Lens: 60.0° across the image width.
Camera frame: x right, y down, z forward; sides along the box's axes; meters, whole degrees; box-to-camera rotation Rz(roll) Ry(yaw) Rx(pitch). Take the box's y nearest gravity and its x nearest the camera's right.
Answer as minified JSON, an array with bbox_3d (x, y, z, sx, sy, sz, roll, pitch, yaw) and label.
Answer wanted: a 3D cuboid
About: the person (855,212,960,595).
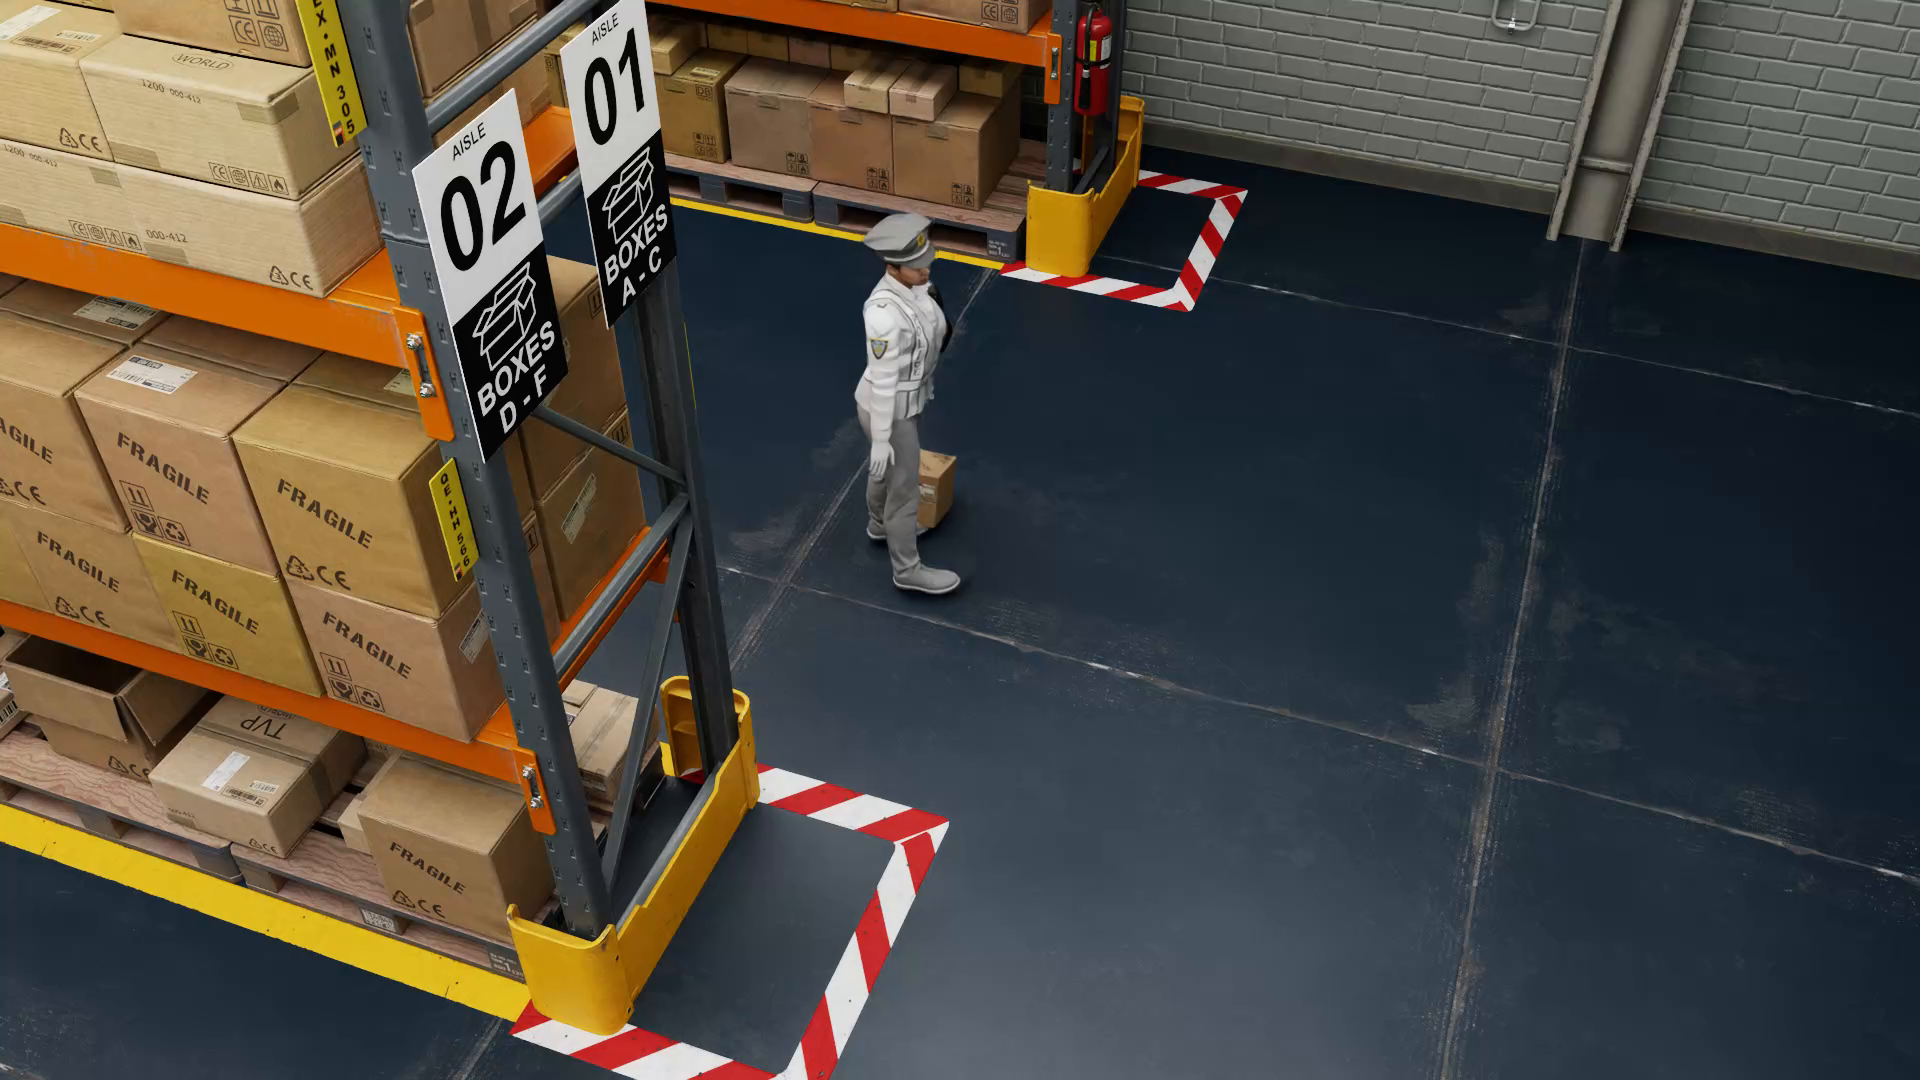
[{"bbox_3d":[-0.206,-0.523,6.695,0.487,1.678,0.619,10,43,11],"label":"person"}]
